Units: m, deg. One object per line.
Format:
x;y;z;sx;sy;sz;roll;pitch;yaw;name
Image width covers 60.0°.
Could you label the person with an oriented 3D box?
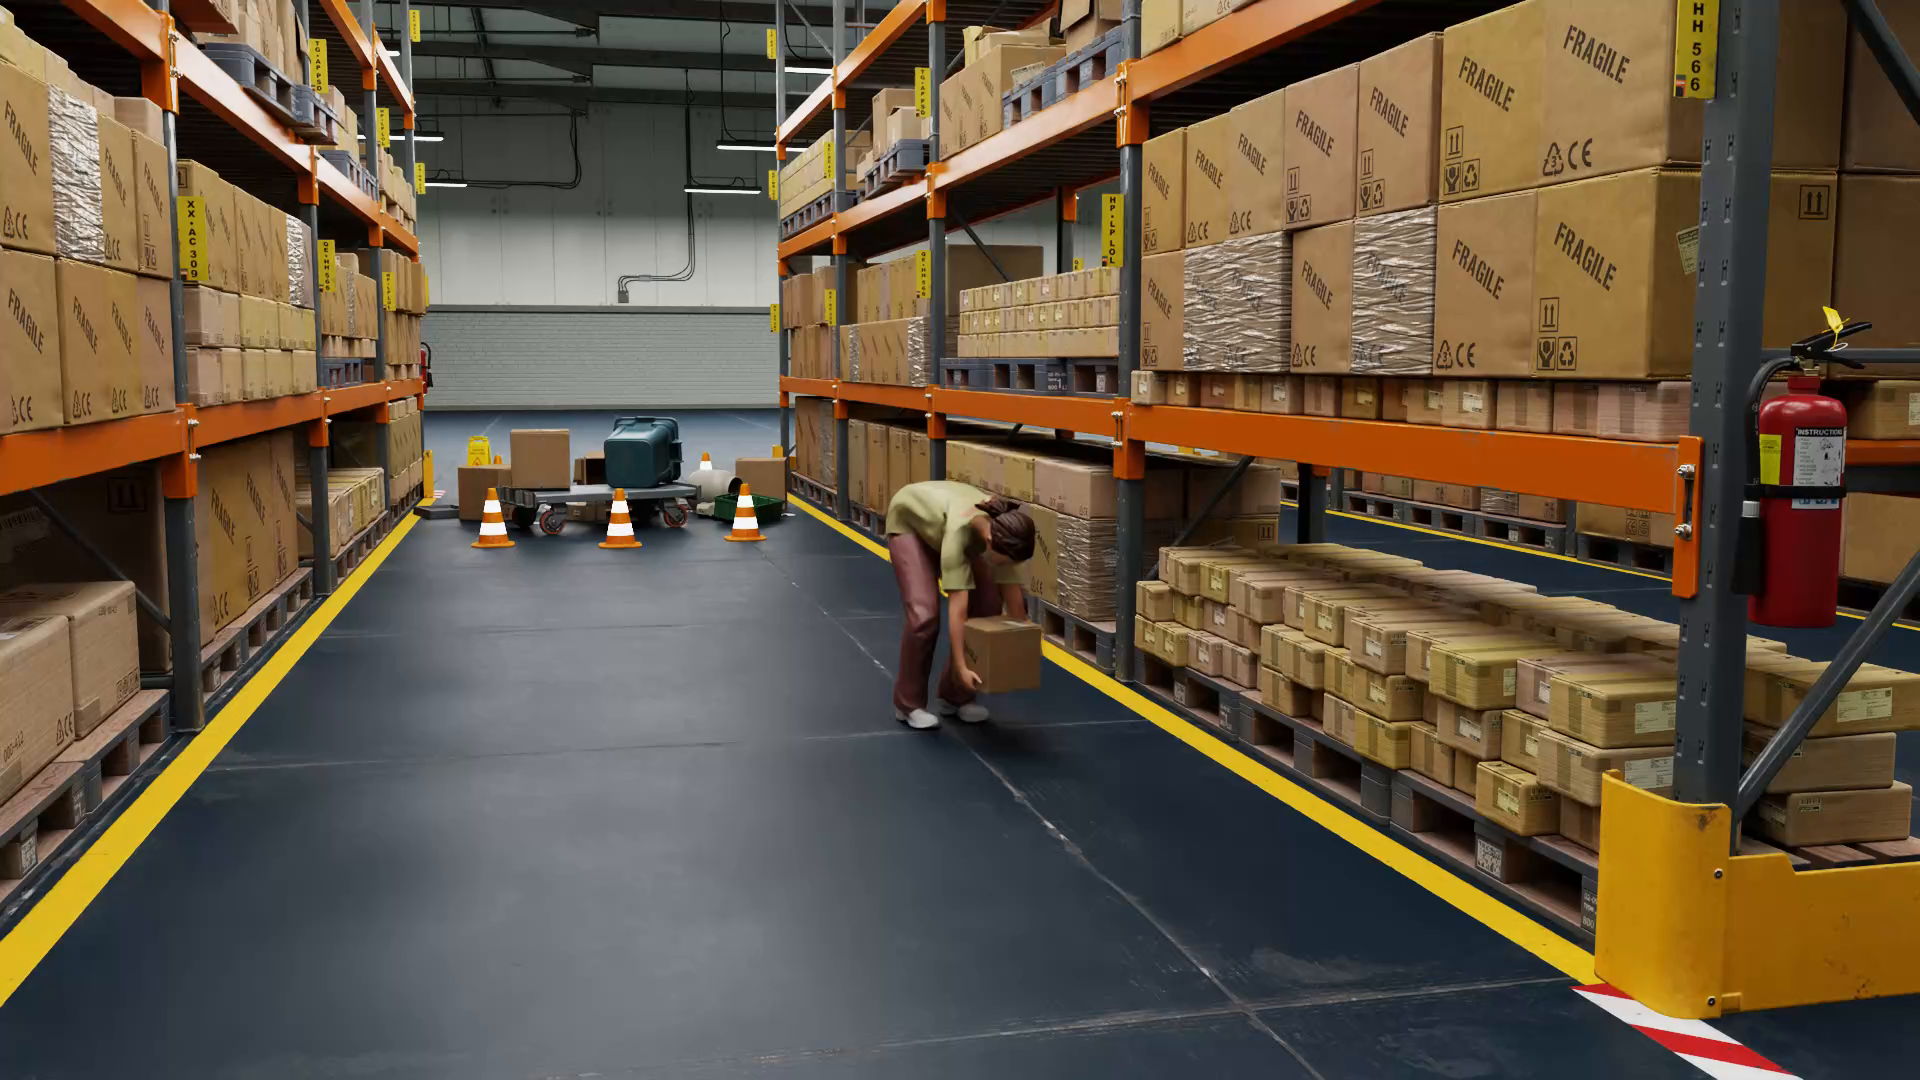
0.031;0.275;6.712;0.444;1.006;0.867;-4;8;-35;person
